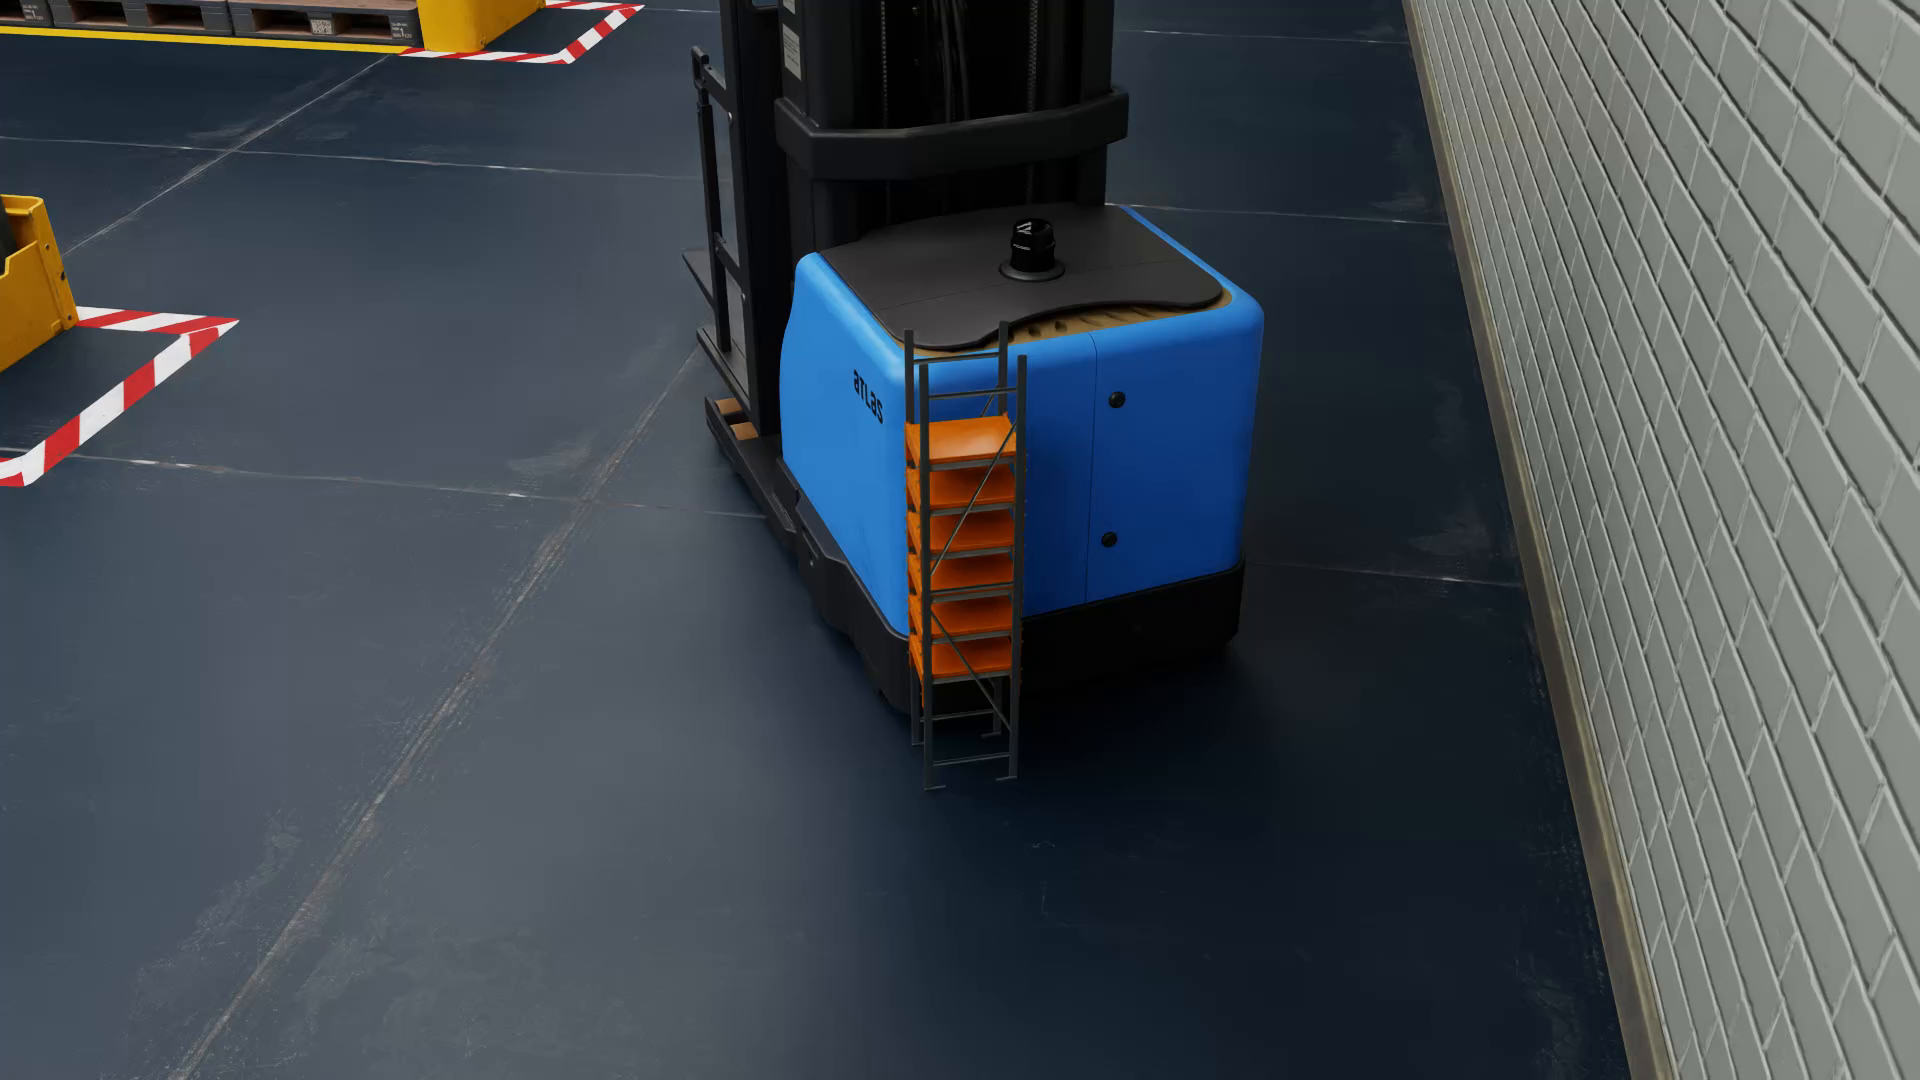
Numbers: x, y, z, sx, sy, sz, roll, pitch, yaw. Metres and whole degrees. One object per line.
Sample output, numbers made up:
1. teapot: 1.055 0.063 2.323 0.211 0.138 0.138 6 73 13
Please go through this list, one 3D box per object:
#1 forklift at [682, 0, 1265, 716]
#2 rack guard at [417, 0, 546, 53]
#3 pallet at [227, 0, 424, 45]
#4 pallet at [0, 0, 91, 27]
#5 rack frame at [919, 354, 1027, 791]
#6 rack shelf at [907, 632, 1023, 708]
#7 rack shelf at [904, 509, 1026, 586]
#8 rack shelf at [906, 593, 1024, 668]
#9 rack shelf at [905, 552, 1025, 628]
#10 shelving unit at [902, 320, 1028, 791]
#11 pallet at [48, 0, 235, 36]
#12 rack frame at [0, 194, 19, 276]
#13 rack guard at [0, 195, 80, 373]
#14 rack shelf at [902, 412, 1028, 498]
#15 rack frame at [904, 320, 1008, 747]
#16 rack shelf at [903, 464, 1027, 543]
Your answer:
1. forklift: -0.234 -1.548 4.961 1.130 2.935 3.031 -12 34 -19
2. rack guard: -2.941 -3.414 10.233 0.348 0.500 1.175 5 32 8
3. pallet: -3.774 -3.381 10.452 1.213 0.211 1.003 5 32 8
4. pallet: -6.179 -3.599 10.800 1.213 0.211 1.003 5 32 8
5. rack frame: 0.029 0.116 3.933 0.240 1.200 0.006 -6 33 -10
6. rack shelf: 0.010 0.310 4.160 0.258 0.103 0.180 -6 33 -10
7. rack shelf: 0.010 0.005 3.969 0.258 0.103 0.180 -6 33 -10
8. rack shelf: 0.010 0.208 4.097 0.258 0.103 0.180 -6 33 -10
9. rack shelf: 0.010 0.106 4.033 0.258 0.103 0.180 -6 33 -10
10. shelving unit: 0.010 0.069 4.009 0.258 1.200 0.189 -6 33 -10
11. pallet: -4.973 -3.491 10.628 1.213 0.211 1.003 5 32 8
12. rack frame: -3.800 -1.879 5.424 0.127 3.000 1.000 5 32 8
13. rack guard: -3.777 -0.817 6.084 0.348 0.500 1.175 5 32 8
14. rack shelf: 0.010 -0.199 3.842 0.258 0.103 0.180 -6 33 -10
15. rack frame: -0.008 0.021 4.085 0.240 1.200 0.006 -6 33 -10
16. rack shelf: 0.010 -0.097 3.906 0.258 0.103 0.180 -6 33 -10
